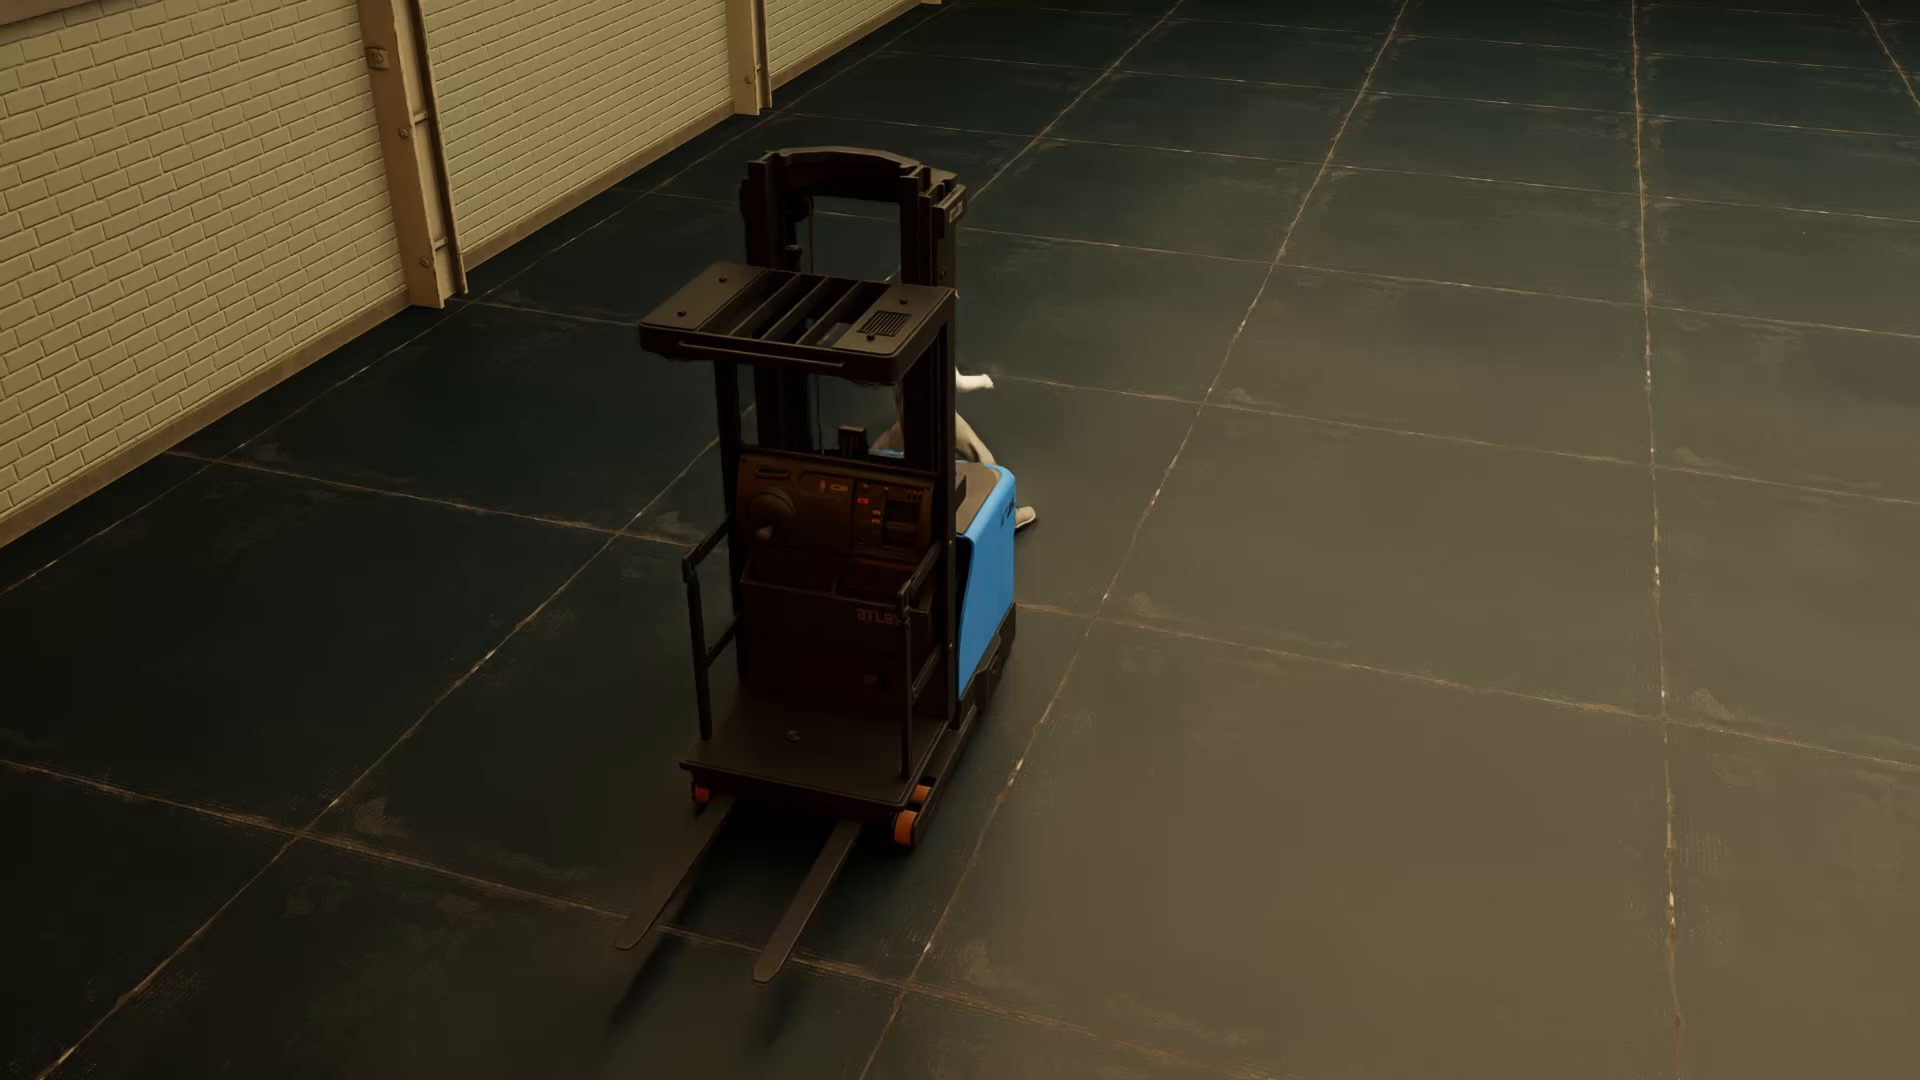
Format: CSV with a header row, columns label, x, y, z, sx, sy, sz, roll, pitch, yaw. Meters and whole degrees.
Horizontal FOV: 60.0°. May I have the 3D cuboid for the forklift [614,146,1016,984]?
label,x,y,z,sx,sy,sz,roll,pitch,yaw
forklift,-0.629,-0.092,7.298,1.130,2.935,3.031,9,31,15

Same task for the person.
label,x,y,z,sx,sy,sz,roll,pitch,yaw
person,-0.127,-0.904,10.194,0.779,1.467,1.245,-17,34,-27
